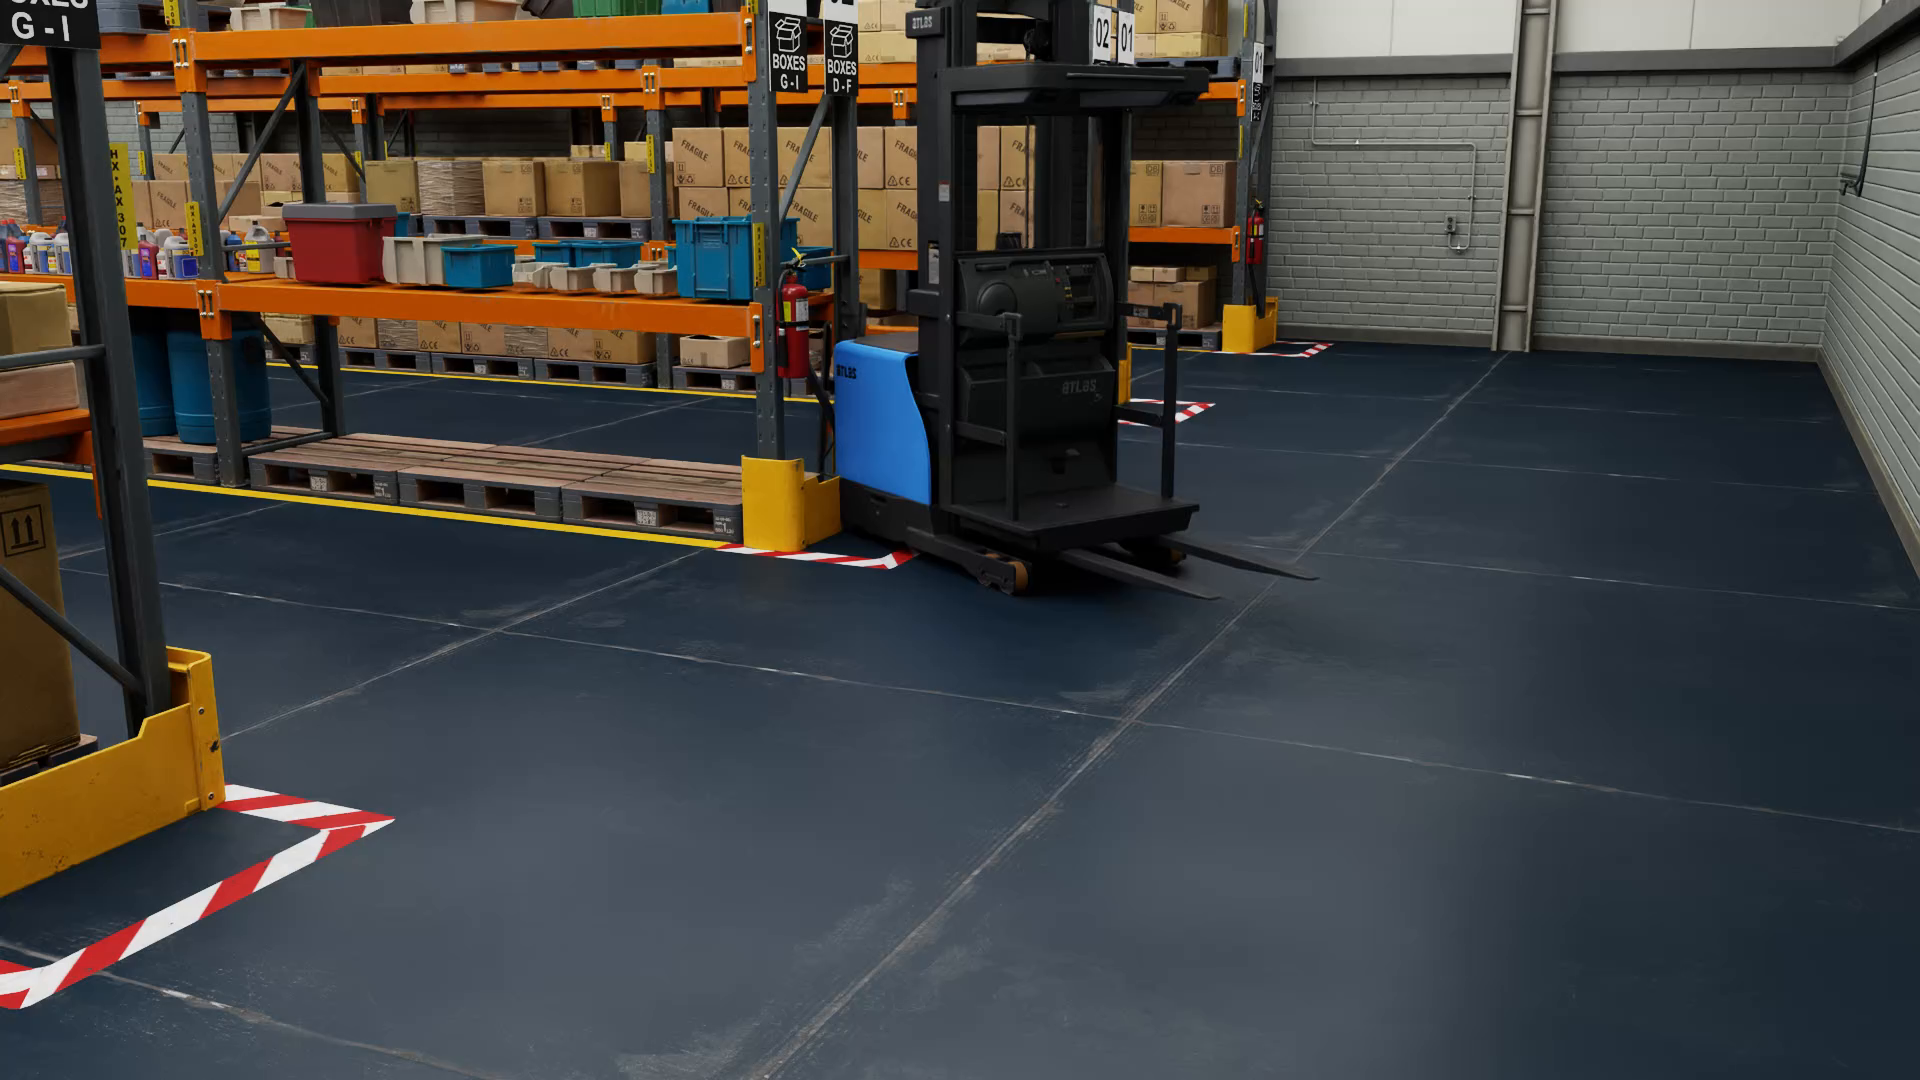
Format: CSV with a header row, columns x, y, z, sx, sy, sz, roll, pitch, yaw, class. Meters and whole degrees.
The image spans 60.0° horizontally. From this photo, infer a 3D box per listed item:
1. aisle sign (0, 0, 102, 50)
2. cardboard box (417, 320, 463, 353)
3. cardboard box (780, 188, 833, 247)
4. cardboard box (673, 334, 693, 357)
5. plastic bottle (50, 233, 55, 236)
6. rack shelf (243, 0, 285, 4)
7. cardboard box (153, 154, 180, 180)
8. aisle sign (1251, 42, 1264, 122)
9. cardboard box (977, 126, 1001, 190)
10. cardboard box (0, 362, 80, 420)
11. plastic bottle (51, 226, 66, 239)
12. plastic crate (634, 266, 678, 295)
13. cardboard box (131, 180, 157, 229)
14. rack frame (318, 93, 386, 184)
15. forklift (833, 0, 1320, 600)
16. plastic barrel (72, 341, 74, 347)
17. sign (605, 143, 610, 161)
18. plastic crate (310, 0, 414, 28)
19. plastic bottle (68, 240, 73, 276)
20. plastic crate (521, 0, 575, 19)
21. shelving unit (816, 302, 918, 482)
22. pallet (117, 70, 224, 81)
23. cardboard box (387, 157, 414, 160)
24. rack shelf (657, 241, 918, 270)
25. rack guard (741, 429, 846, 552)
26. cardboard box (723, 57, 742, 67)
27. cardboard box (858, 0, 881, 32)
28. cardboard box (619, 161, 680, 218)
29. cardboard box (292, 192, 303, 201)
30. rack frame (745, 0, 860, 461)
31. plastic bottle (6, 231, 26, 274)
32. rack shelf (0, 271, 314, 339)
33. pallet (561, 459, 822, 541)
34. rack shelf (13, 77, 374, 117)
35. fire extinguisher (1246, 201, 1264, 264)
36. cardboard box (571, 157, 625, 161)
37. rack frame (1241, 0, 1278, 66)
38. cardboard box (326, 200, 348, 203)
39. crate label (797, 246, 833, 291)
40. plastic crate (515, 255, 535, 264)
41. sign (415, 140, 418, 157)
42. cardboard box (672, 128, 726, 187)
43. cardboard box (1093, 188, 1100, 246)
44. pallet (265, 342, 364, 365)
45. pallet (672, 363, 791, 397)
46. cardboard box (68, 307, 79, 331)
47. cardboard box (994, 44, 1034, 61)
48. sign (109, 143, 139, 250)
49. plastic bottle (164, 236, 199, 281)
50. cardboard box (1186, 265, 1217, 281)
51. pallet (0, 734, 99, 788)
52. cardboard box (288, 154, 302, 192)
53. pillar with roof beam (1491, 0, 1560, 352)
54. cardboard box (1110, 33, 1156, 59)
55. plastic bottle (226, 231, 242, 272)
x,y,z,sx,sy,sz,roll,pitch,yaw,class
-2.658,-1.814,4.727,0.004,0.787,0.394,6,14,23,aisle sign
-4.906,-2.102,16.154,0.500,0.500,0.500,6,14,22,cardboard box
-1.205,-2.782,14.326,0.500,0.500,0.500,6,14,23,cardboard box
-2.830,-2.024,15.822,0.500,0.500,0.500,5,14,21,cardboard box
-6.566,-2.156,12.132,0.133,0.283,0.061,6,14,23,plastic bottle
-9.627,-7.460,22.931,4.000,0.370,1.077,6,14,23,rack shelf
-11.140,-5.271,23.795,0.500,0.500,0.500,6,14,23,cardboard box
3.118,-4.792,17.420,0.004,0.787,0.394,6,14,23,aisle sign
0.190,-3.127,13.605,0.500,0.500,0.500,6,15,25,cardboard box
-3.036,-0.471,5.248,0.250,0.149,0.380,6,14,24,cardboard box
-6.455,-2.109,11.930,0.133,0.283,0.061,6,14,23,plastic bottle
-1.658,-1.465,9.378,0.243,0.136,0.396,6,14,23,plastic crate
-8.624,-3.597,17.797,0.500,0.500,0.500,7,15,27,cardboard box
-6.144,-3.301,16.756,0.127,3.000,1.000,6,14,23,rack frame
0.515,-1.285,8.314,1.130,2.935,3.031,-9,16,-33,forklift
-6.667,-1.151,11.953,0.708,0.588,0.600,6,14,23,plastic barrel
-4.352,-4.747,20.557,0.005,0.325,0.100,6,14,23,sign
-3.472,-3.121,9.710,0.590,0.269,0.497,6,14,23,plastic crate
-5.783,-1.886,10.996,0.135,0.276,0.152,6,14,23,plastic bottle
-2.125,-3.155,9.706,0.767,0.338,0.504,6,14,23,plastic crate
-0.265,-0.863,10.074,1.048,1.125,0.538,-2,11,-30,shelving unit
-7.824,-4.816,17.062,1.213,0.211,1.003,7,15,26,pallet
-7.347,-4.915,22.452,0.500,0.500,0.700,6,14,23,cardboard box
-0.658,-2.396,14.473,4.000,0.370,1.077,6,14,23,rack shelf
-0.812,-0.310,9.482,0.348,0.500,1.175,6,14,23,rack guard
-1.687,-4.174,14.241,0.500,0.250,0.500,6,14,23,cardboard box
-0.775,-4.324,13.784,0.500,0.250,0.500,6,14,23,cardboard box
-2.829,-3.275,15.506,0.500,0.500,0.700,1,13,4,cardboard box
-8.806,-4.671,22.880,0.500,0.250,0.500,6,14,23,cardboard box
-0.839,-1.527,9.194,0.127,3.000,1.000,6,14,23,rack frame
-6.348,-1.935,11.191,0.133,0.283,0.061,6,14,23,plastic bottle
-6.325,-1.731,11.642,4.000,0.370,1.077,6,14,23,rack shelf
-1.577,-0.253,9.873,1.213,0.211,1.003,6,14,23,pallet
-7.972,-4.596,17.285,4.000,0.370,1.077,6,14,23,rack shelf
3.125,-3.266,17.594,0.183,0.674,0.296,6,14,23,fire extinguisher
-4.575,-4.640,21.282,0.500,0.500,0.700,4,14,17,cardboard box
3.174,-6.516,17.327,0.127,3.000,1.000,6,14,23,rack frame
-6.459,-3.300,16.949,0.500,0.311,0.500,7,15,27,cardboard box
-0.932,-1.566,9.597,0.303,0.233,0.416,6,14,23,crate label
-2.783,-1.699,10.376,0.466,0.136,0.293,6,14,23,plastic crate
-7.577,-5.386,23.108,0.005,0.325,0.100,6,14,23,sign
-2.170,-3.364,14.617,0.500,0.500,0.500,6,15,25,cardboard box
0.872,-2.706,14.000,0.500,0.500,0.500,6,15,24,cardboard box
-6.881,-2.028,17.434,1.213,0.211,1.003,6,14,23,pallet
-1.859,-1.509,15.226,1.213,0.211,1.003,6,14,23,pallet
-9.533,-2.448,18.220,0.500,0.250,0.500,5,14,22,cardboard box
0.594,-3.941,13.244,0.500,0.250,0.500,6,14,23,cardboard box
-2.615,-1.067,5.169,0.005,0.325,0.100,6,14,23,sign
-4.988,-1.805,10.653,0.135,0.276,0.152,6,14,23,plastic bottle
2.688,-2.973,18.492,0.250,0.149,0.380,6,14,24,cardboard box
-3.608,0.808,5.350,1.213,0.211,1.003,6,14,23,pallet
-8.814,-5.032,22.777,0.500,0.500,0.500,6,14,23,cardboard box
4.249,-5.548,13.201,0.400,9.000,9.100,6,14,23,pillar with roof beam
1.920,-5.296,17.884,0.500,0.250,0.500,5,14,21,cardboard box
-4.983,-1.985,11.431,0.097,0.271,0.097,0,13,0,plastic bottle
